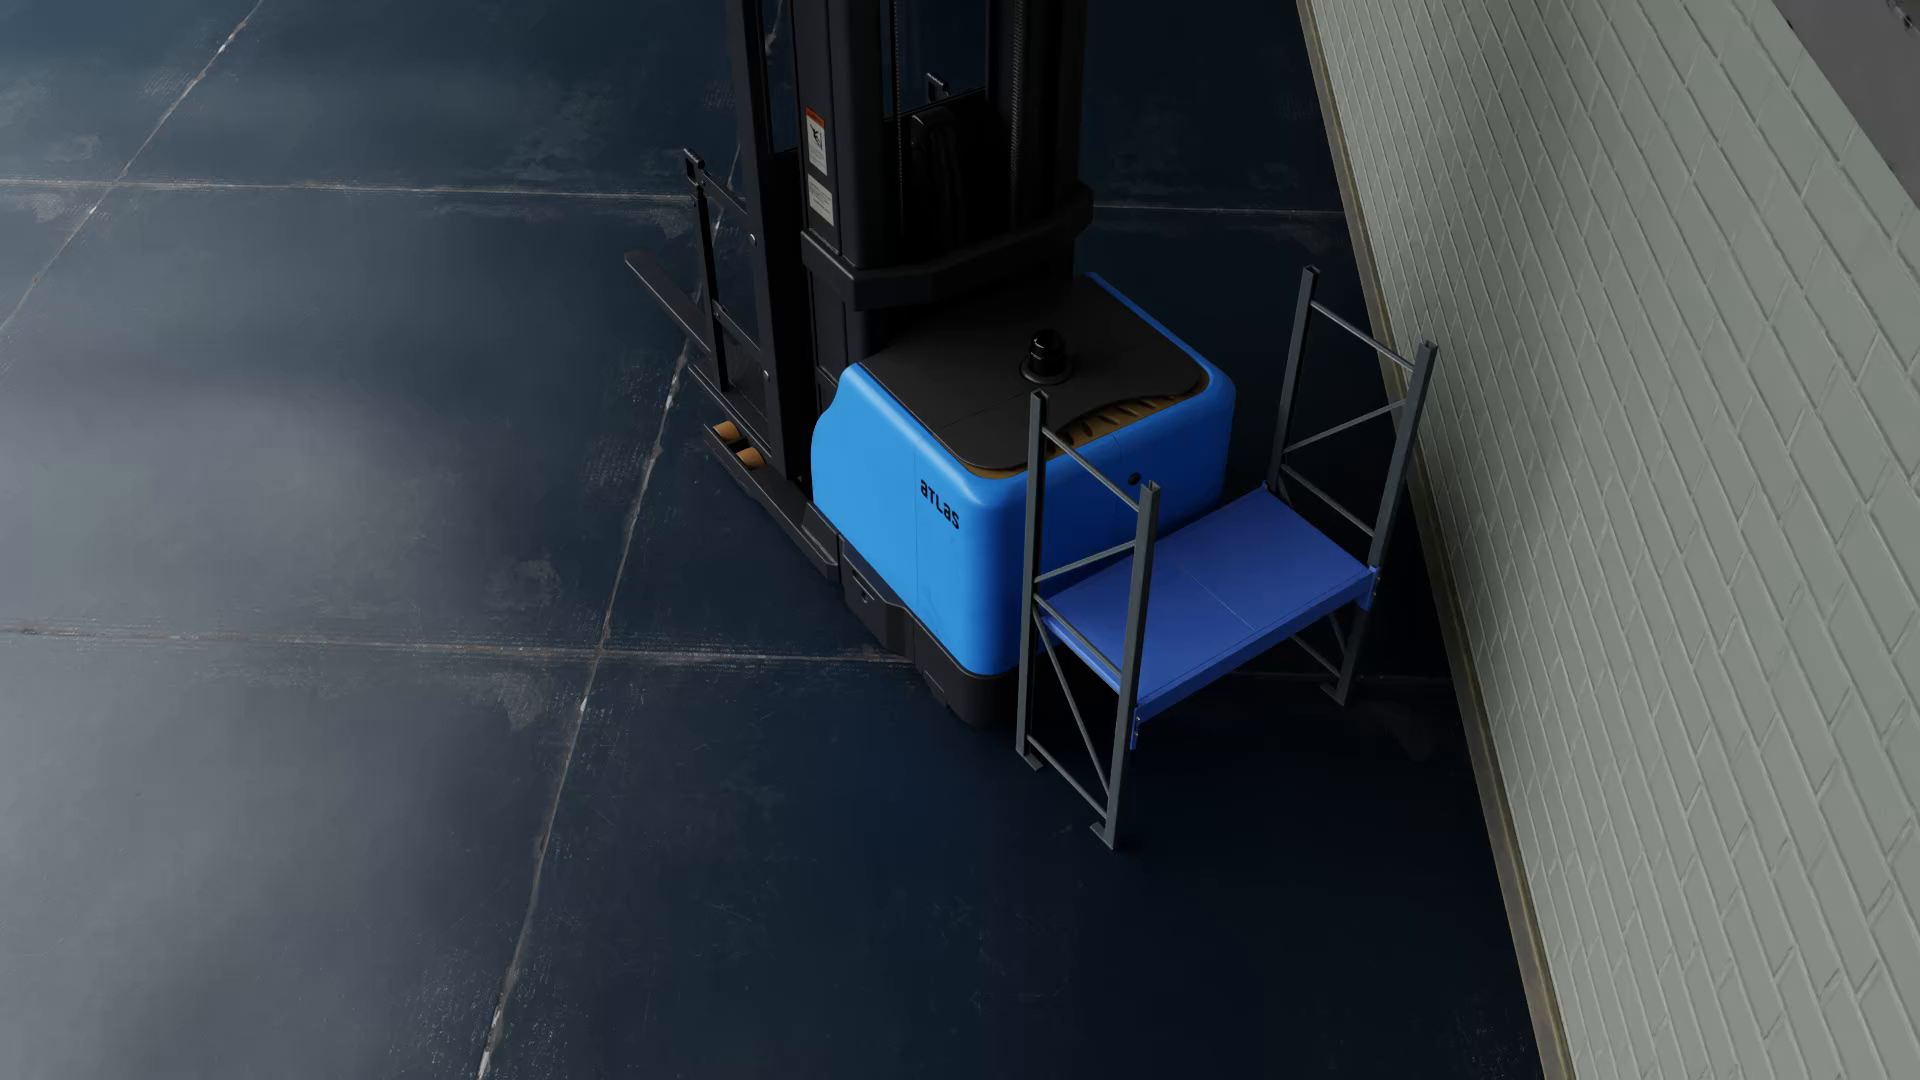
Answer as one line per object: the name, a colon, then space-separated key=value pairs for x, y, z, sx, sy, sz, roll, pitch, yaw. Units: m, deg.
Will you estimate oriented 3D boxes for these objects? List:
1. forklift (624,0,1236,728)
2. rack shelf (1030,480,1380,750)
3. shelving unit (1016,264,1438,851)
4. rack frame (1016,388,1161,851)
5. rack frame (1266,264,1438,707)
forklift: x=-0.350 y=-1.429 z=5.633 sx=1.130 sy=2.935 sz=3.031 roll=-25 pitch=48 yaw=-24
rack shelf: x=0.757 y=0.210 z=5.186 sx=1.000 sy=0.185 sz=0.538 roll=-26 pitch=49 yaw=-25
shelving unit: x=0.758 y=0.079 z=5.063 sx=1.048 sy=1.500 sz=0.538 roll=-26 pitch=49 yaw=-25
rack frame: x=0.346 y=0.282 z=4.845 sx=0.032 sy=1.500 sz=0.500 roll=-26 pitch=49 yaw=-25
rack frame: x=1.169 y=-0.125 z=5.281 sx=0.032 sy=1.500 sz=0.500 roll=-26 pitch=49 yaw=-25
